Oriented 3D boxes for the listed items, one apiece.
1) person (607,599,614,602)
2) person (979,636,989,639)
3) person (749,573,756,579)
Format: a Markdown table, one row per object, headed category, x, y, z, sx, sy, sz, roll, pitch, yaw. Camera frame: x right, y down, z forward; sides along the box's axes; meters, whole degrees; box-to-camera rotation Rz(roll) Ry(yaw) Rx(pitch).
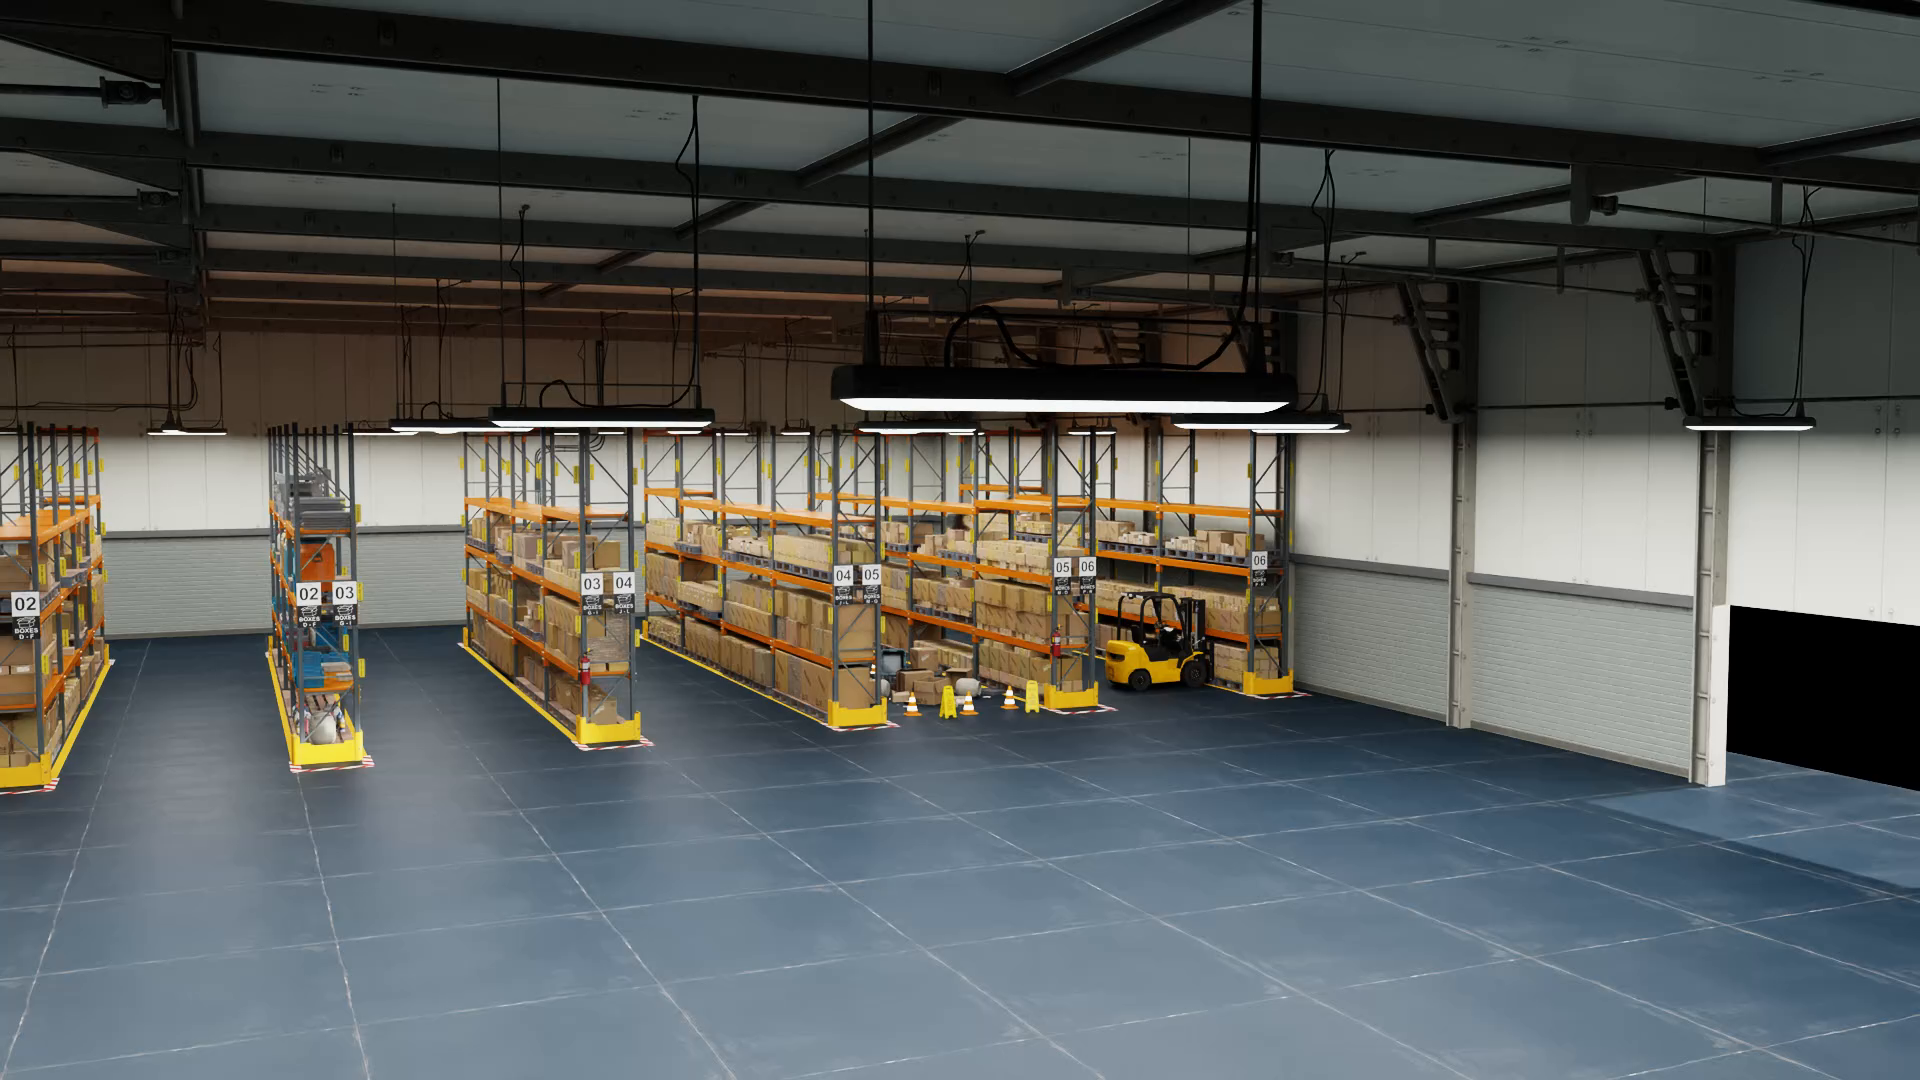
| category | x | y | z | sx | sy | sz | roll | pitch | yaw |
| --- | --- | --- | --- | --- | --- | --- | --- | --- | --- |
| person | -10.229 | 1.921 | 48.123 | 0.554 | 1.730 | 0.986 | -1 | 4 | -18 |
| person | 0.685 | 1.961 | 47.413 | 0.366 | 1.722 | 0.553 | -3 | 4 | -37 |
| person | -6.220 | 1.831 | 50.124 | 0.535 | 1.709 | 0.408 | 0 | 4 | 8 |
